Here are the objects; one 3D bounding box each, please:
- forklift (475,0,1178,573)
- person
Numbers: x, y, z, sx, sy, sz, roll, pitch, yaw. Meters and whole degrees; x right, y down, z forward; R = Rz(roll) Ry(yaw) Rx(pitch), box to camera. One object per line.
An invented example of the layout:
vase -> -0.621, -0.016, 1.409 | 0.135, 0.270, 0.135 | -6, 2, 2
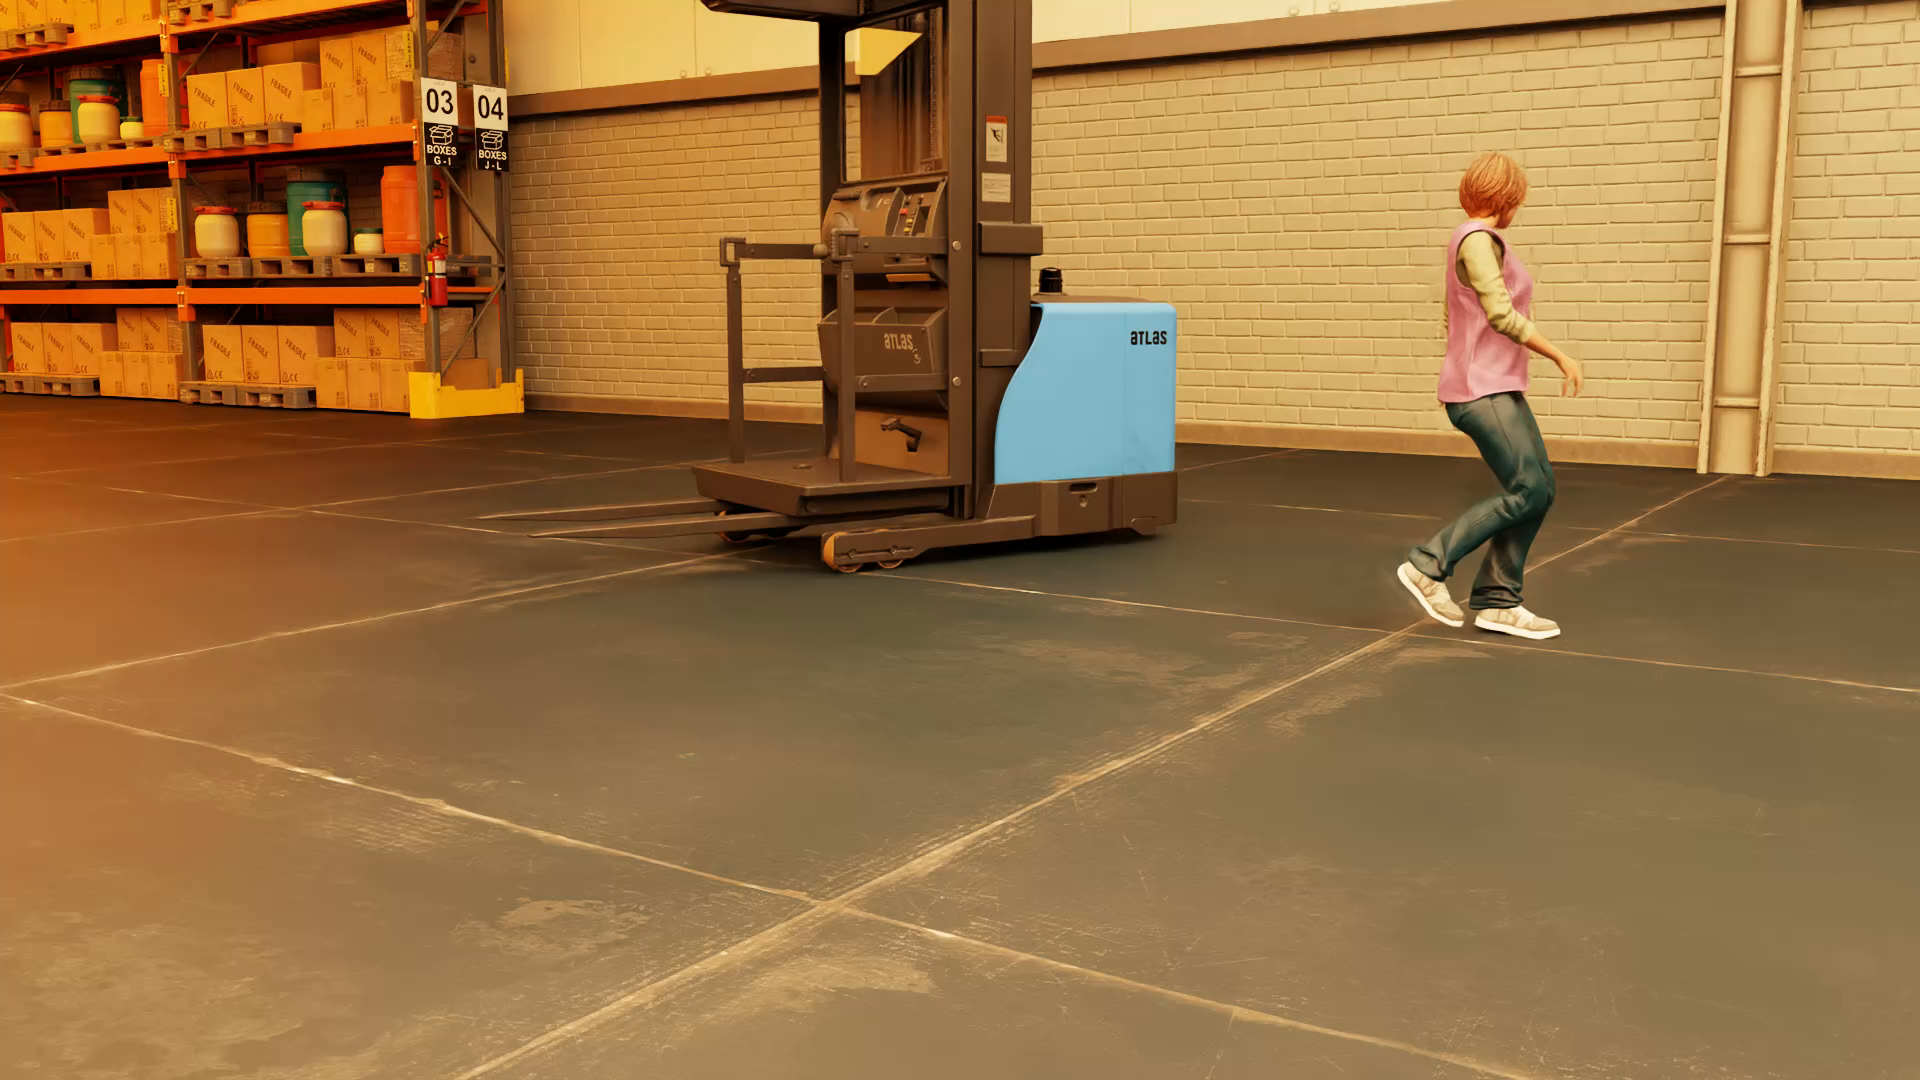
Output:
forklift -> -0.507, -1.403, 7.061 | 3.031, 2.935, 1.130 | -5, 10, -33
person -> 1.744, -0.466, 5.401 | 0.533, 1.555, 0.595 | 4, 9, 26
